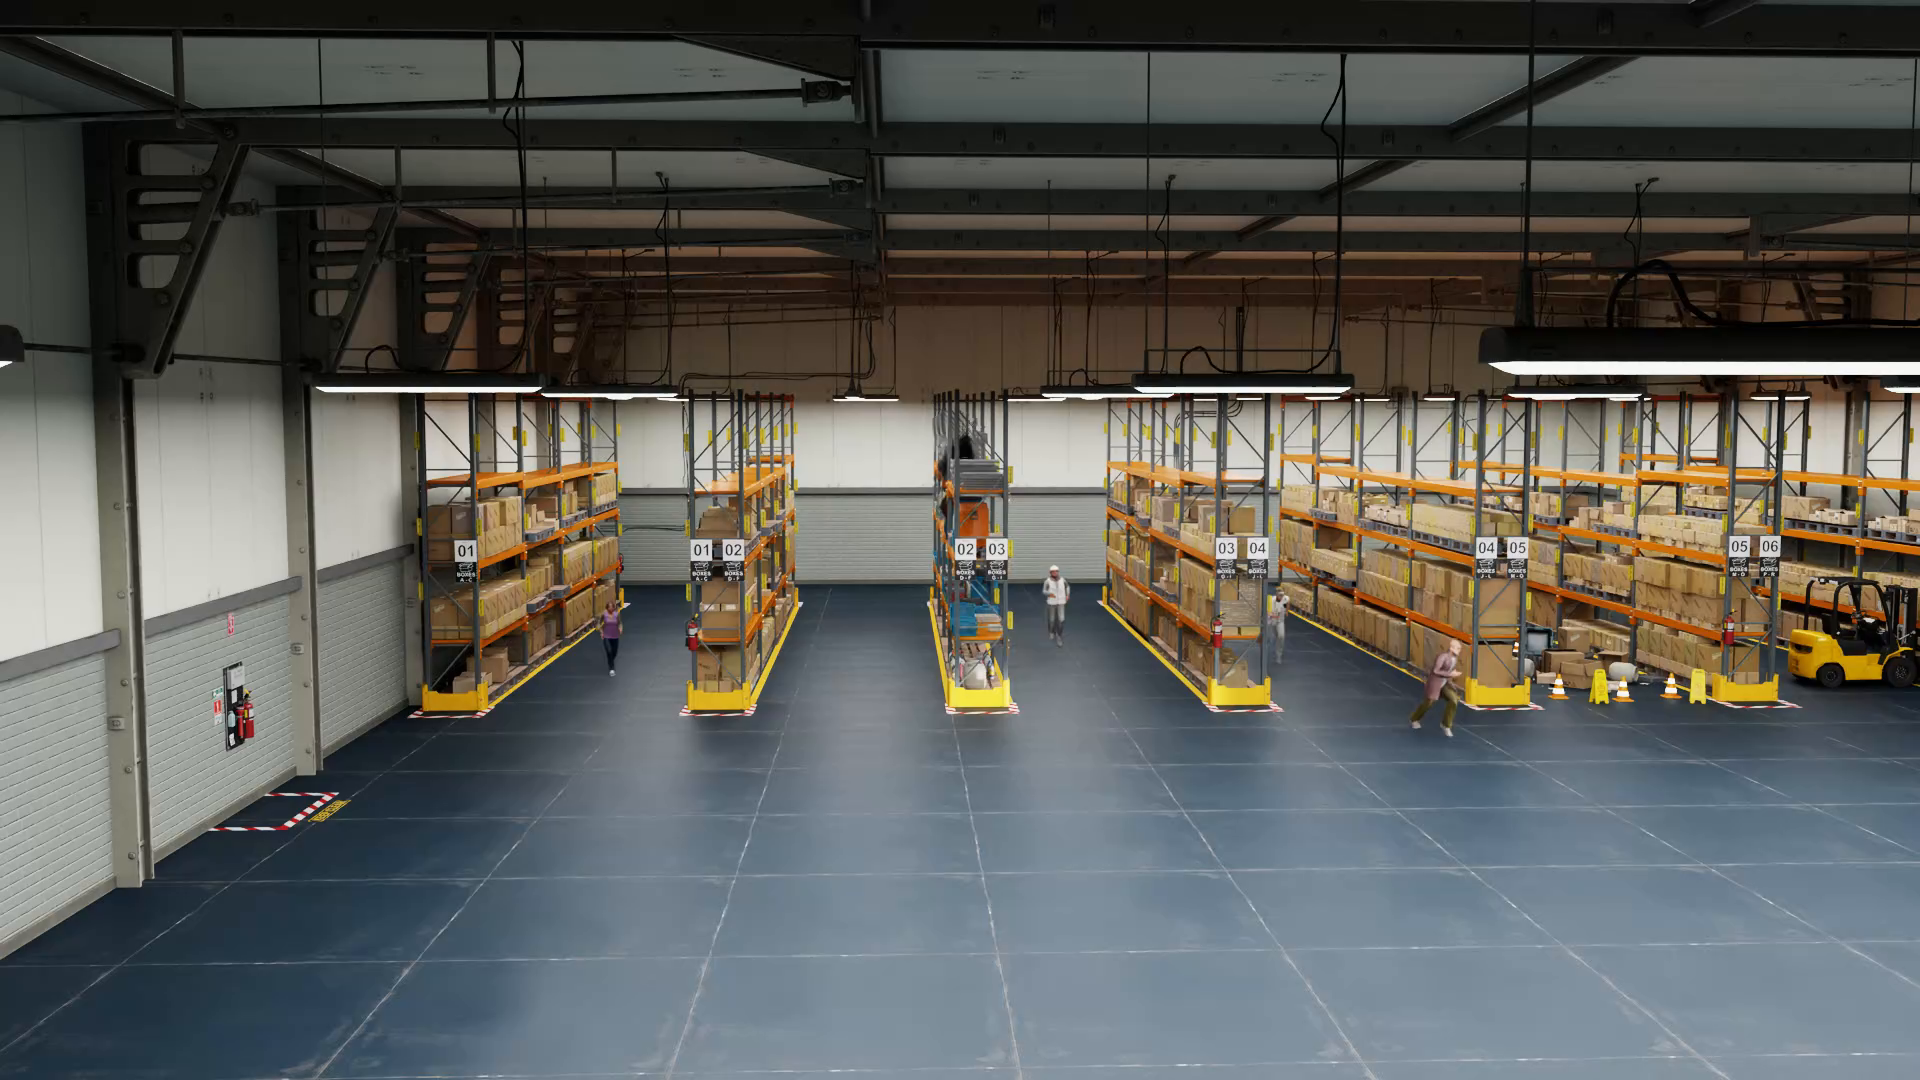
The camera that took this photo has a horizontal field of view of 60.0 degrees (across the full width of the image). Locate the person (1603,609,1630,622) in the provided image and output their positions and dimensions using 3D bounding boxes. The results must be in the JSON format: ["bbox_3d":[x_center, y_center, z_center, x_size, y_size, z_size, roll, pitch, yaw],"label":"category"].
[{"bbox_3d":[17.205,1.305,43.470,0.641,1.767,0.915,-2,5,-19],"label":"person"}]

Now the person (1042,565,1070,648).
[{"bbox_3d":[2.204,1.510,38.040,0.662,1.862,0.729,0,5,-5],"label":"person"}]

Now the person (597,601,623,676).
[{"bbox_3d":[-7.440,2.073,35.333,0.526,1.572,0.736,-2,5,-20],"label":"person"}]

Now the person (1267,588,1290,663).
[{"bbox_3d":[7.021,1.894,37.237,0.707,1.721,1.019,-1,5,-12],"label":"person"}]

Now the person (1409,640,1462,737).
[{"bbox_3d":[8.278,2.563,28.877,0.753,1.734,1.072,-4,6,-40],"label":"person"}]
